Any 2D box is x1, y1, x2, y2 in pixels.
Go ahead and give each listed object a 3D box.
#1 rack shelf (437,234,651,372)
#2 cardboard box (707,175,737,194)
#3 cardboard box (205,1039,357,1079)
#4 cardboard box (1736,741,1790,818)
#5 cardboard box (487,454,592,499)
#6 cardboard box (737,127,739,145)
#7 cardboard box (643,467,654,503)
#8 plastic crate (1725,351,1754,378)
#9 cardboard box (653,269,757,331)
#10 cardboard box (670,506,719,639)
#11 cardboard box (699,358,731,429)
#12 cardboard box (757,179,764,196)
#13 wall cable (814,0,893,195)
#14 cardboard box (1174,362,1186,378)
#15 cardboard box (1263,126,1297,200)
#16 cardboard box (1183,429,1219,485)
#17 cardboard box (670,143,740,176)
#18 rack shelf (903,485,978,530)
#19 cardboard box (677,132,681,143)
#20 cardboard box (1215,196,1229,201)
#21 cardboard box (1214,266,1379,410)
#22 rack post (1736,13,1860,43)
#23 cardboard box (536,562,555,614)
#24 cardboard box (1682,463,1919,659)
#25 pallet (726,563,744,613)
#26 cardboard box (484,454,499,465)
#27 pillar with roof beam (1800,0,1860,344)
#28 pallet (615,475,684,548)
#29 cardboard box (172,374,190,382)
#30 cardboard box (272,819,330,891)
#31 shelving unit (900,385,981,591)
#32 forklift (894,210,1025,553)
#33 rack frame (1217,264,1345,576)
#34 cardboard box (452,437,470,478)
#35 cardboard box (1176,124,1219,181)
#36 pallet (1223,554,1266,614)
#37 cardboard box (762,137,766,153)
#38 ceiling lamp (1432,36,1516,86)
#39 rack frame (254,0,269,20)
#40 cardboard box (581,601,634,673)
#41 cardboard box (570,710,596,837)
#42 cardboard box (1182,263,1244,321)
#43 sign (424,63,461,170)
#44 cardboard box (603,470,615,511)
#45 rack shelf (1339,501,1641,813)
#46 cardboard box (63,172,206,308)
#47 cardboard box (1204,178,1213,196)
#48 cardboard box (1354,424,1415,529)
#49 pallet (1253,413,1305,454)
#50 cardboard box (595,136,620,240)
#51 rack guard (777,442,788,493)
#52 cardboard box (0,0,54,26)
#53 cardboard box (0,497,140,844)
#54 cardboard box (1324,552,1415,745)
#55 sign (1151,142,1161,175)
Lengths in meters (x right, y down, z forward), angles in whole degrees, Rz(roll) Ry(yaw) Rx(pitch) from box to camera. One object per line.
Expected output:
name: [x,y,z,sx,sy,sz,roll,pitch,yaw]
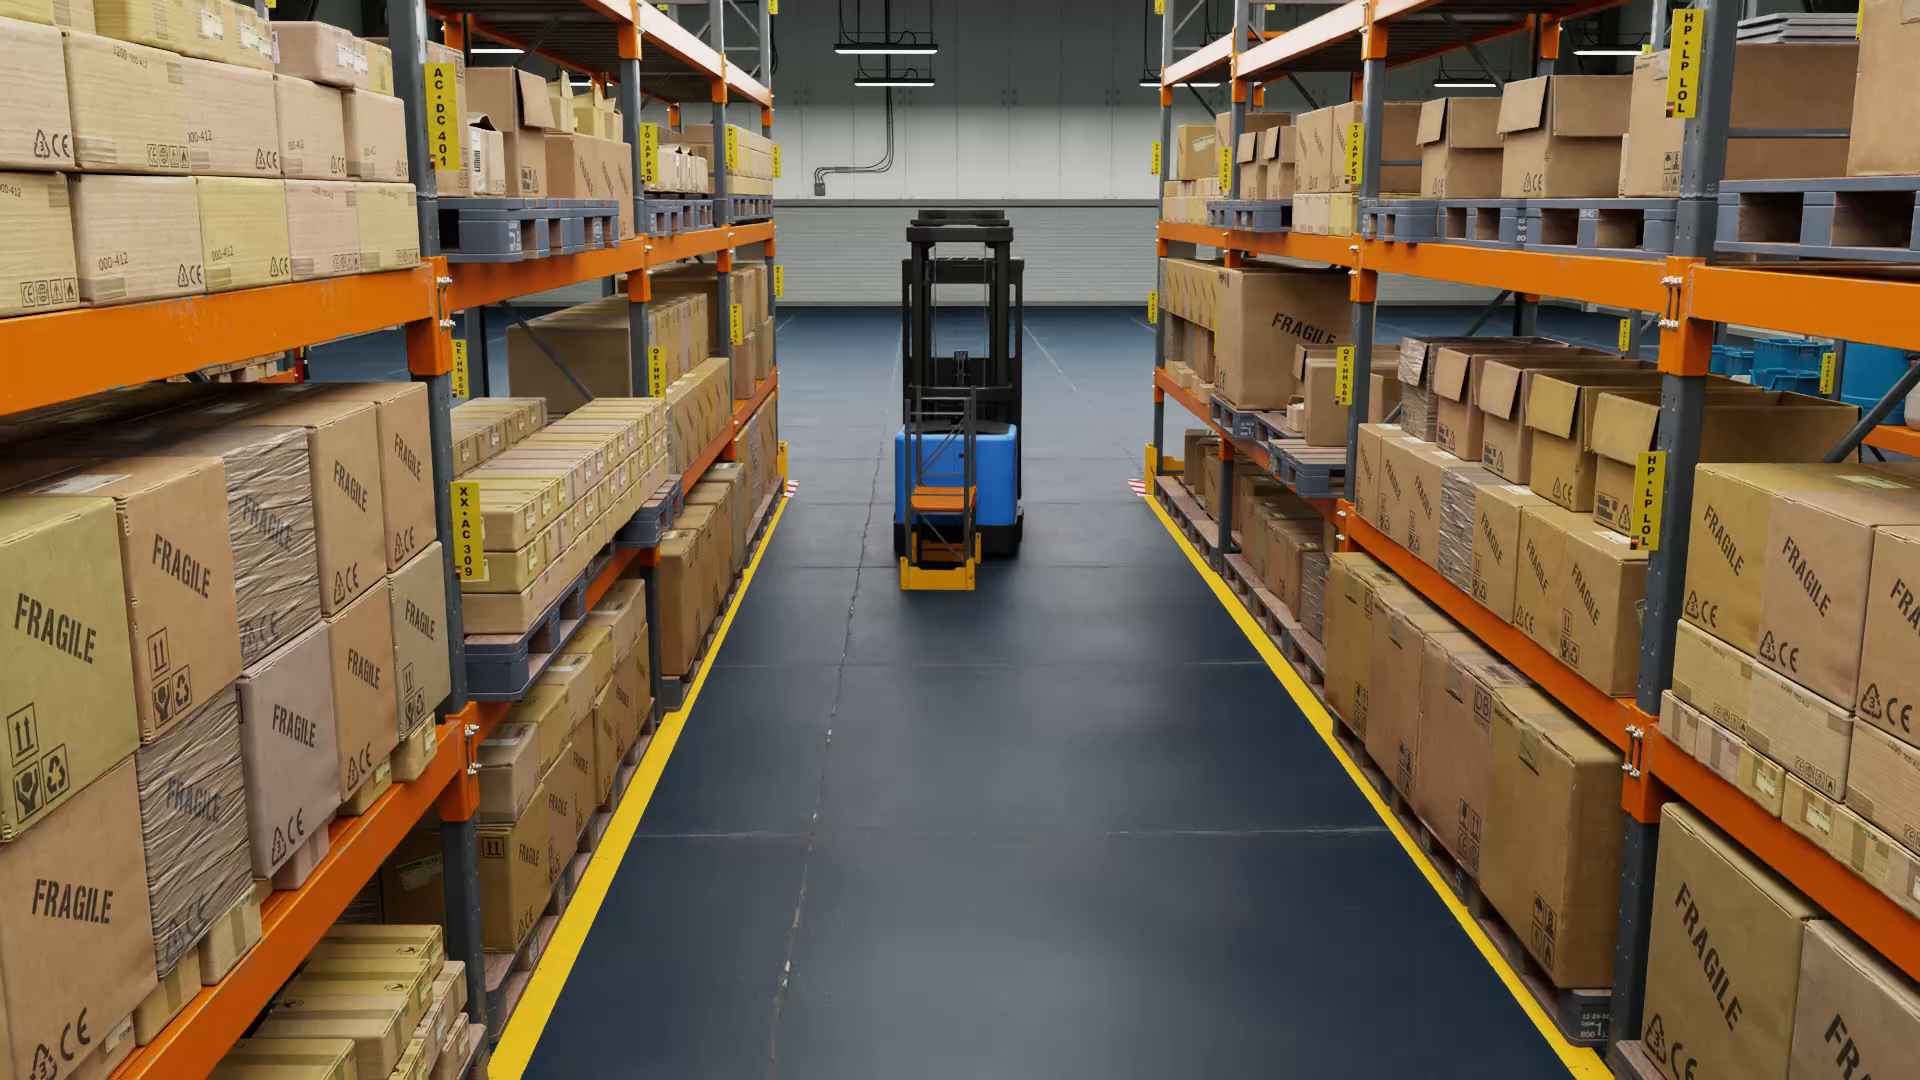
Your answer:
rack shelf: [-2.212,-1.117,7.286,1.077,0.370,4.000,0,11,-1]
cardboard box: [-2.004,-2.868,13.430,0.380,0.149,0.250,0,11,-2]
cardboard box: [-1.919,1.519,4.643,0.380,0.149,0.250,0,11,1]
cardboard box: [2.475,0.686,4.767,0.380,0.149,0.250,0,11,1]
cardboard box: [-1.742,-0.263,6.892,0.380,0.149,0.250,0,11,-2]
cardboard box: [-2.010,-3.309,13.601,0.380,0.149,0.250,0,11,-2]
cardboard box: [-1.775,-0.283,8.486,0.380,0.149,0.250,0,11,0]
plastic crate: [7.811,-1.708,16.306,0.499,0.251,0.408,0,11,-1]
cardboard box: [-2.330,-2.191,15.219,0.875,0.550,0.500,0,11,-1]
cardboard box: [-2.198,0.204,11.109,1.050,0.750,0.750,0,11,0]
cardboard box: [-2.058,-1.139,12.876,0.500,0.500,0.500,0,11,-1]
cardboard box: [-2.052,-3.322,15.669,0.380,0.149,0.250,0,11,-2]
wall cable: [-3.082,-12.981,47.857,2.305,6.003,0.169,0,11,-1]
cardboard box: [2.312,-1.658,16.318,0.380,0.149,0.250,0,11,-1]
cardboard box: [2.556,-2.638,11.657,0.797,0.503,0.637,0,11,1]
cardboard box: [2.538,-0.844,16.907,0.500,0.500,0.500,2,12,9]
cardboard box: [-2.066,-3.088,13.512,0.500,0.250,0.500,0,11,-1]
rack shelf: [-0.147,-0.272,13.535,0.538,0.185,1.000,1,11,3]
cardboard box: [-2.694,-3.558,14.827,0.380,0.149,0.250,0,11,0]
cardboard box: [2.354,-2.679,13.551,0.500,0.250,0.500,0,11,1]
cardboard box: [2.501,-1.534,12.510,1.000,1.000,1.000,0,11,-1]
rack post: [7.565,-4.526,14.926,0.937,0.300,0.954,0,11,-2]
cardboard box: [-1.731,0.180,6.203,0.380,0.149,0.250,0,11,0]
cardboard box: [2.544,0.054,4.991,0.500,0.500,0.500,0,11,-1]
pallet: [-2.245,0.327,12.914,1.003,0.211,1.213,0,11,-1]
cardboard box: [-2.418,-0.322,7.930,0.380,0.149,0.250,0,11,-1]
pillar with roof beam: [13.602,-8.414,33.898,9.100,9.000,0.548,0,11,-1]
pallet: [-2.132,-0.162,8.795,1.213,0.211,1.003,0,11,-1]
cardboard box: [-7.045,-1.635,14.573,0.500,0.500,0.500,0,11,-2]
cardboard box: [-1.855,0.786,4.271,0.380,0.149,0.250,-1,11,-4]
shelving unit: [-0.147,-0.447,13.490,0.587,1.500,1.083,1,11,3]
forklift: [0.036,-1.561,15.383,1.130,2.935,3.031,1,11,3]
rack frame: [2.625,-1.193,13.393,1.000,3.000,0.127,0,11,-1]
cardboard box: [-2.408,-0.368,7.407,0.380,0.149,0.250,0,11,-2]
cardboard box: [2.303,-3.601,15.465,0.500,0.500,0.500,0,11,-1]
pallet: [2.642,0.329,12.907,1.003,0.211,1.213,0,11,-1]
cardboard box: [-2.057,-3.762,15.834,0.380,0.149,0.250,0,11,0]
ceiling lamp: [12.779,-12.889,41.276,2.000,3.185,0.800,0,11,-1]
rack frame: [-7.366,-4.887,16.515,1.000,3.000,0.127,0,11,-1]
cardboard box: [-1.956,0.490,8.445,0.500,0.250,0.500,0,11,0]
cardboard box: [-1.958,1.060,7.520,0.500,0.500,0.500,0,11,0]
cardboard box: [2.313,-2.264,15.159,0.500,0.500,0.500,0,11,-1]
sign: [-1.629,-1.329,5.222,0.100,0.325,0.005,0,11,-1]
cardboard box: [-1.754,-0.222,7.434,0.380,0.149,0.250,0,11,-2]
rack shelf: [2.749,0.353,7.585,1.077,0.370,4.000,0,11,-1]
cardboard box: [-1.872,-0.603,3.322,0.500,0.250,0.500,0,11,-1]
cardboard box: [2.292,-3.006,14.160,0.380,0.149,0.250,-1,11,-3]
cardboard box: [2.445,-0.349,8.982,0.500,0.500,0.500,0,11,1]
pallet: [2.626,-0.697,11.431,1.003,0.211,1.213,0,11,-1]
cardboard box: [-1.964,-1.704,8.120,0.500,0.500,0.500,0,11,-1]
rack guard: [-2.419,-0.767,17.583,1.175,0.500,0.348,0,11,-1]
cardboard box: [-1.813,-0.966,2.849,0.380,0.149,0.250,0,11,1]
cardboard box: [-1.837,0.214,2.944,0.500,0.500,0.500,0,11,-2]
cardboard box: [2.701,0.575,8.966,1.225,0.875,0.875,-1,11,-4]
sign: [2.000,-3.884,16.916,0.100,0.325,0.005,0,11,-1]
